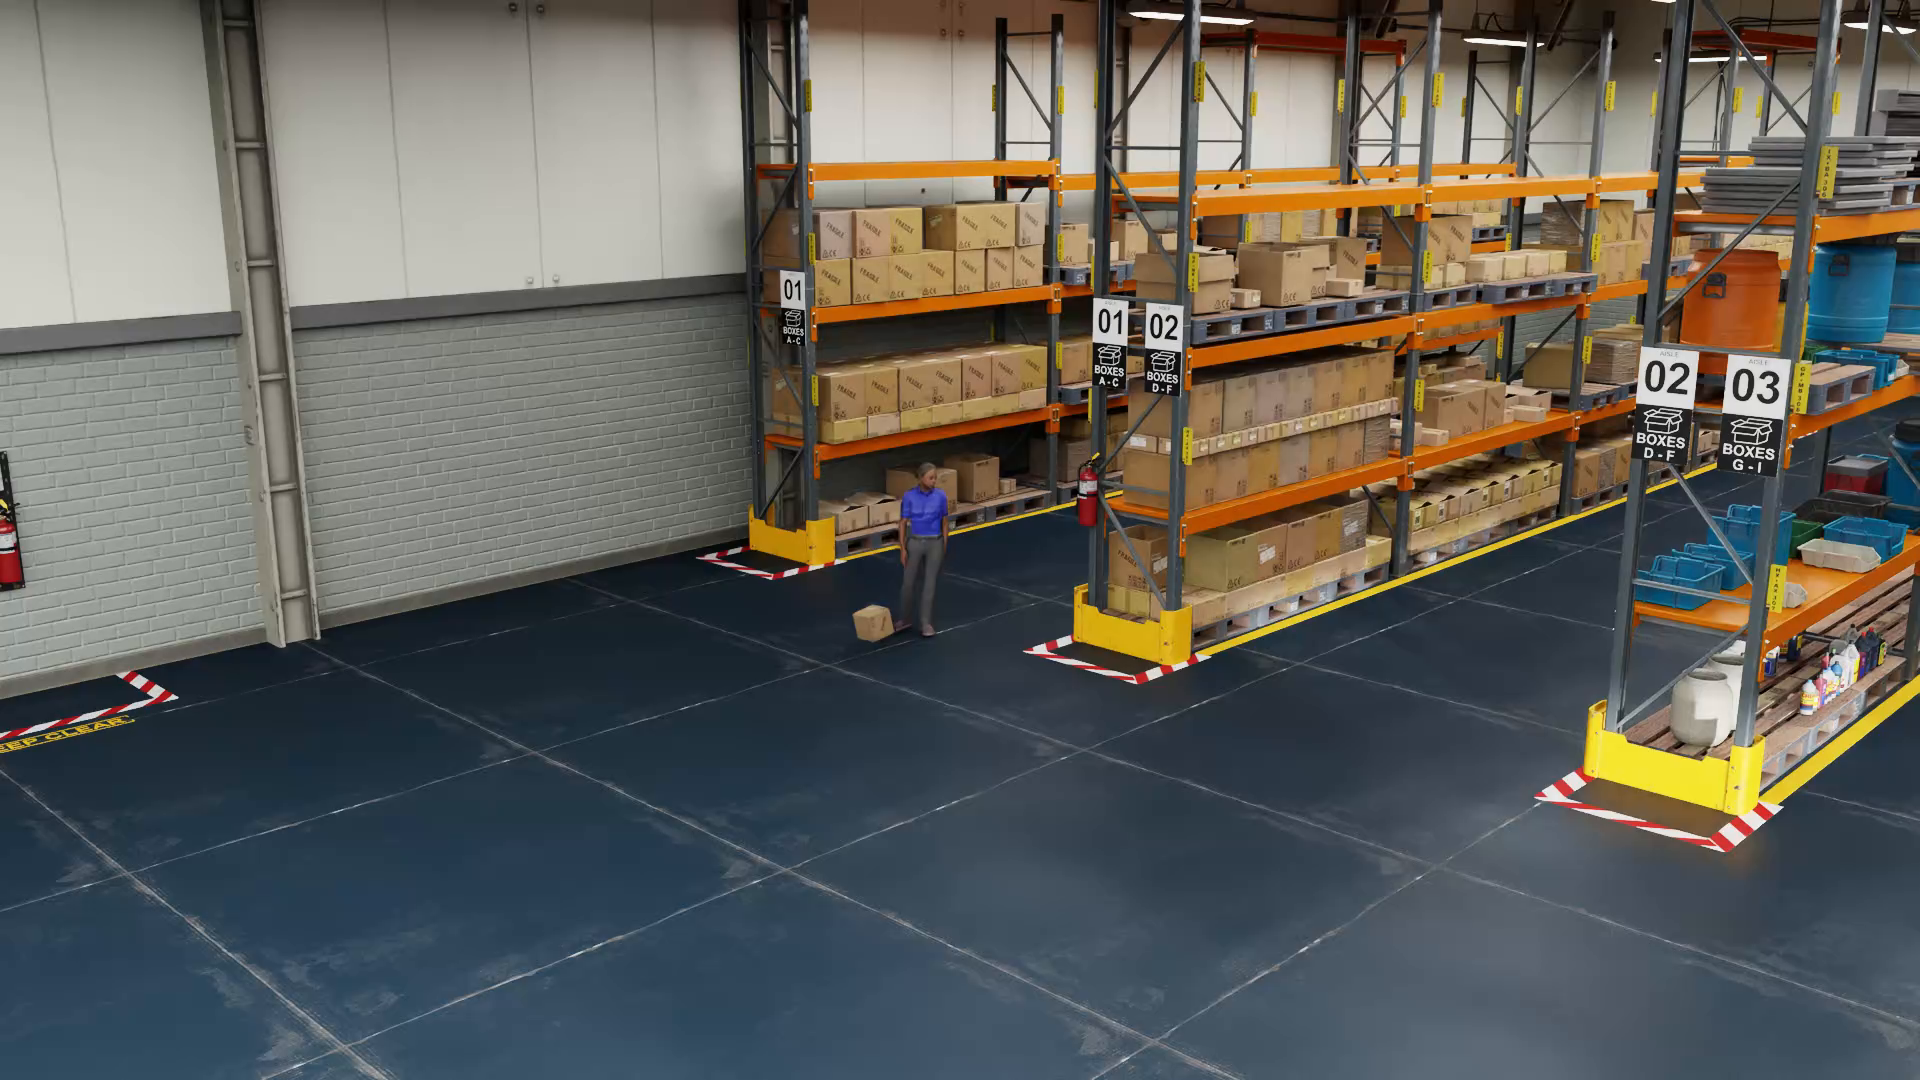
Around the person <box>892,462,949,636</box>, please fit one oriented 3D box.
[{"bbox_3d":[-0.406,0.080,15.626,0.613,1.663,0.402,-2,14,-7],"label":"person"}]
